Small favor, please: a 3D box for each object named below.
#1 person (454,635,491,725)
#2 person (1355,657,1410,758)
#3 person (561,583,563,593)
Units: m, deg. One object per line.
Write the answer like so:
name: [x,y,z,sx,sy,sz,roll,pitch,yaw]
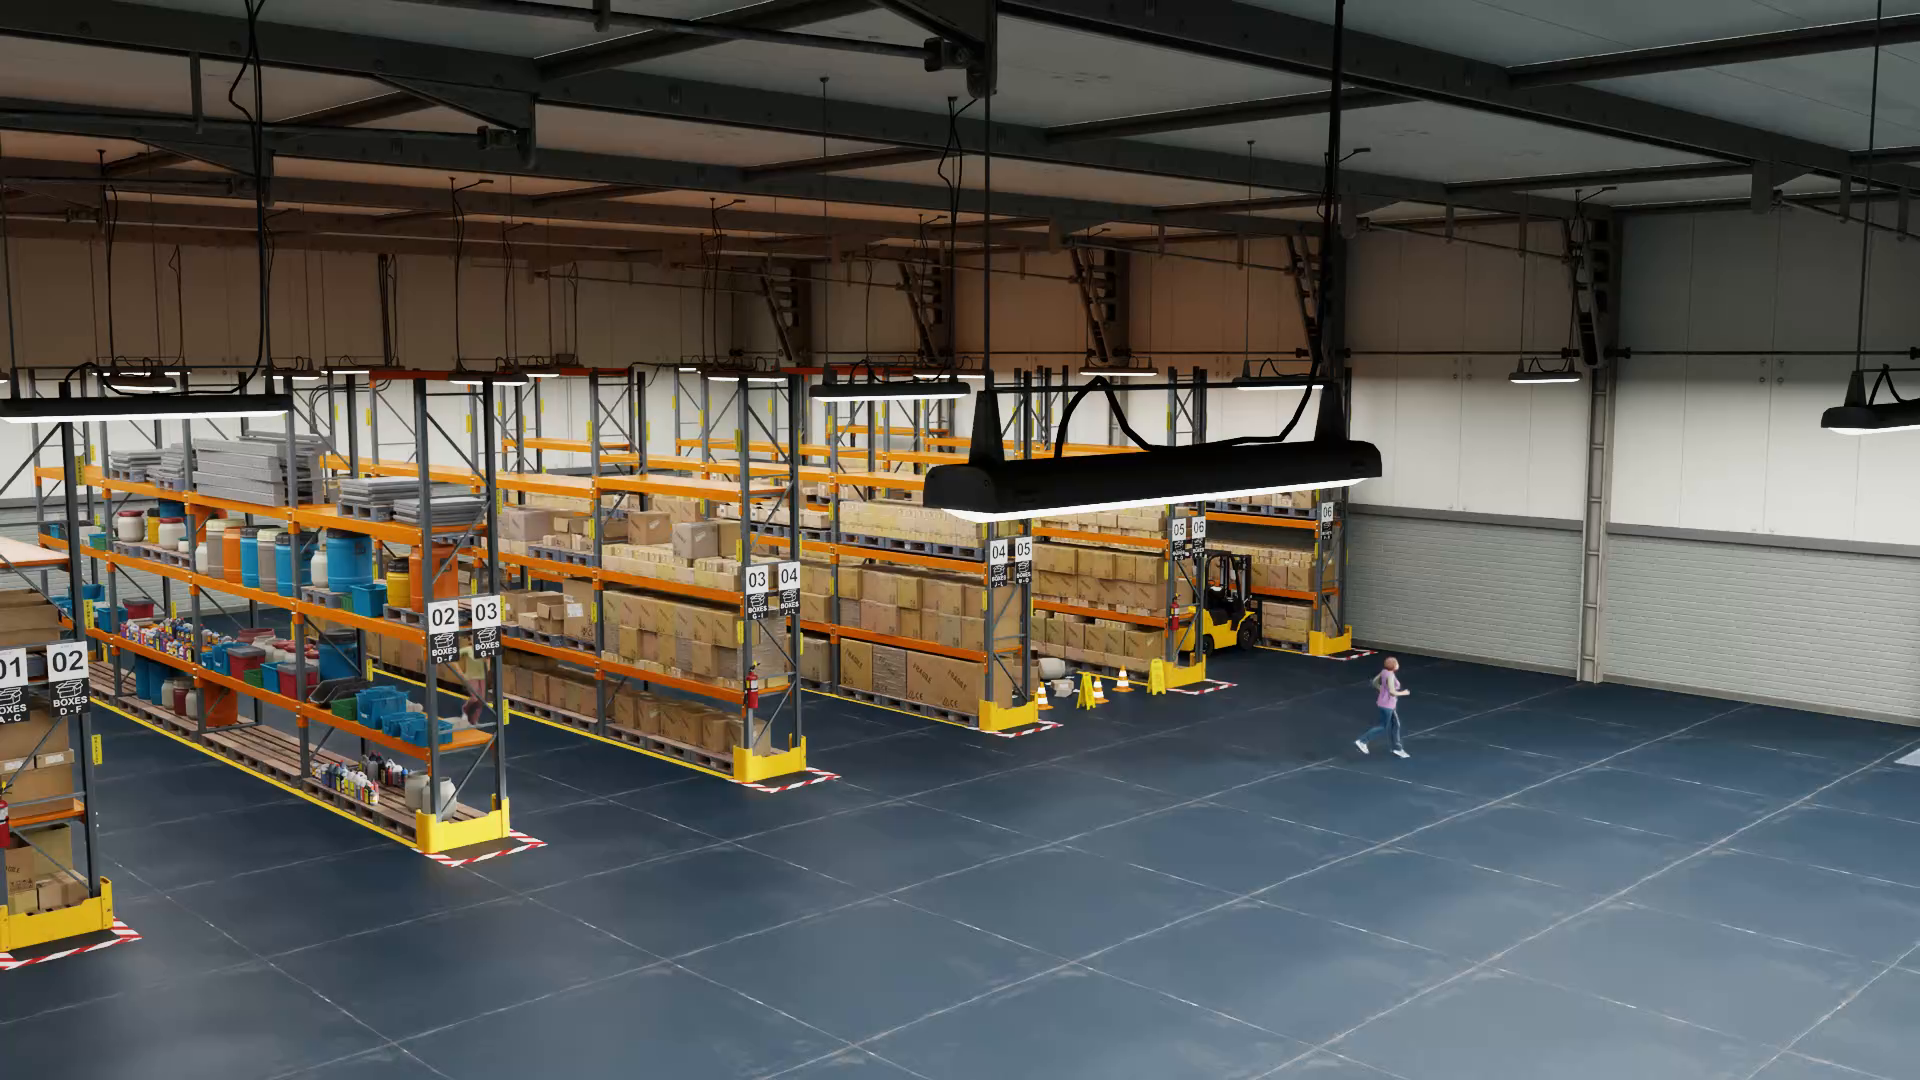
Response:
person: [-8.163,2.355,28.042,0.514,1.638,0.624,6,9,45]
person: [6.606,2.616,25.945,0.886,1.602,0.551,0,6,2]
person: [-9.618,0.893,40.914,0.740,1.661,0.707,2,7,17]
